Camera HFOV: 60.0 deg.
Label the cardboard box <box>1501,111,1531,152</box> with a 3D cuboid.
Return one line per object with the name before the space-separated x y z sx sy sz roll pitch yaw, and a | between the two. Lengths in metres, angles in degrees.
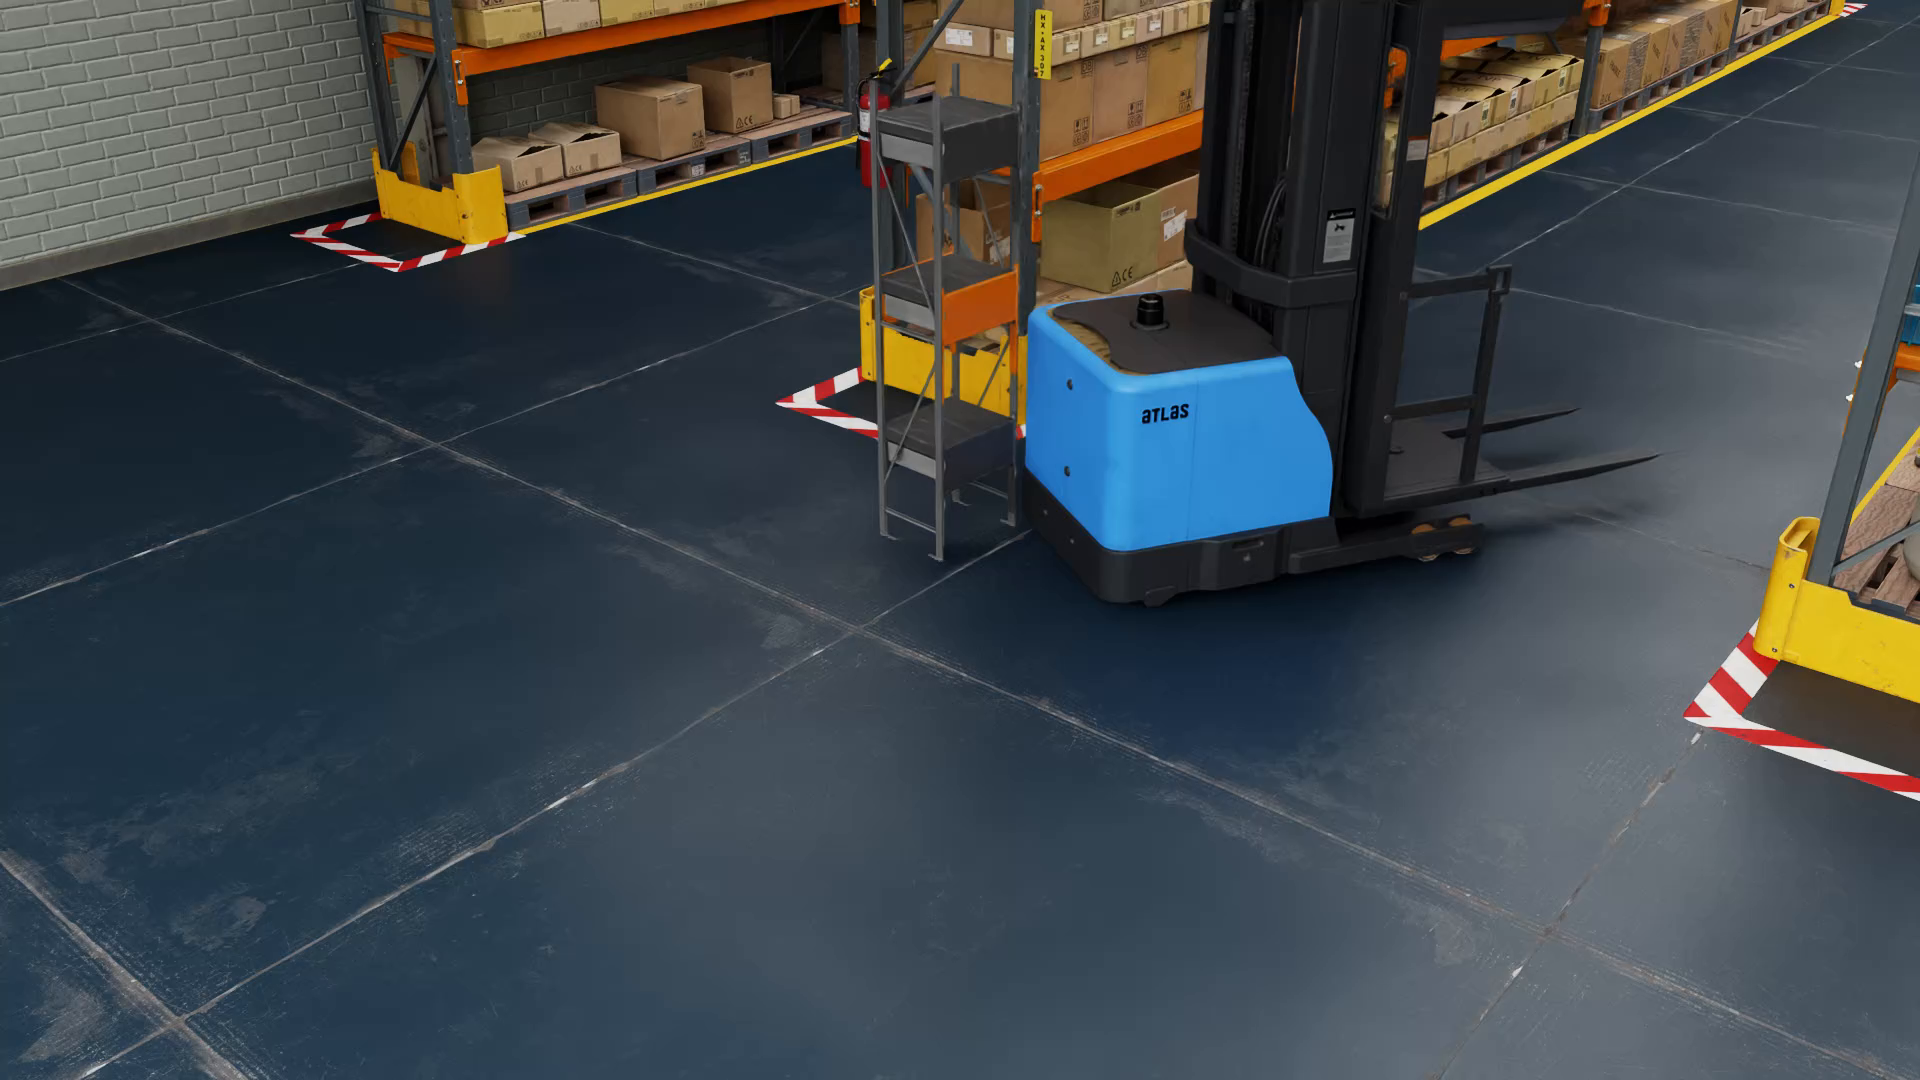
cardboard box | 4.278 -3.357 13.509 0.500 0.250 0.500 22 34 36

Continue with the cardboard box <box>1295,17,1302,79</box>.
cardboard box | 1.920 -3.288 10.733 0.700 0.500 0.500 20 34 34

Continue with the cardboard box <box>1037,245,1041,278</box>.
cardboard box | 0.405 -1.596 10.107 0.500 0.250 0.500 21 34 34

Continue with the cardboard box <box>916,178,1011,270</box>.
cardboard box | 0.095 -1.749 9.586 0.500 0.500 0.500 21 34 34

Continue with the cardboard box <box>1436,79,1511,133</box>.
cardboard box | 3.960 -3.426 13.032 0.500 0.311 0.500 22 34 36

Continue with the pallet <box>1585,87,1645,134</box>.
pallet | 5.576 -4.025 15.302 1.003 0.211 1.213 21 34 34

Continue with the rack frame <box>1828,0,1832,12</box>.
rack frame | 10.160 -7.847 19.653 1.000 3.000 0.127 21 34 34

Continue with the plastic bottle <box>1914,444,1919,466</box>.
plastic bottle | 4.633 -0.457 7.935 0.097 0.201 0.097 0 27 0

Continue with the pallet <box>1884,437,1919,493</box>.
pallet | 5.112 -0.244 7.992 1.003 0.211 1.213 21 34 34

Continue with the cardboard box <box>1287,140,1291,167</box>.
cardboard box | 1.759 -2.310 10.670 0.500 0.500 0.500 21 34 34

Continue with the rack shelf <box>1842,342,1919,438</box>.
rack shelf | 5.075 -1.115 7.423 1.077 0.370 4.000 21 34 34

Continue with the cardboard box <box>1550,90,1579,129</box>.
cardboard box | 4.925 -3.718 14.208 0.500 0.250 0.500 22 34 36

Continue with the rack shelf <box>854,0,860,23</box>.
rack shelf | -0.025 -5.428 15.761 1.077 0.370 4.000 21 34 34

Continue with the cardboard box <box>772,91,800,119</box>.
cardboard box | -1.614 -3.777 14.392 0.380 0.166 0.250 16 31 28

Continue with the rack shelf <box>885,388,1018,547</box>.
rack shelf | -0.056 -0.342 7.679 0.431 0.518 0.480 24 36 38

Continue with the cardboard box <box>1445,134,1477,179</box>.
cardboard box | 3.629 -2.993 12.807 0.500 0.250 0.500 20 33 33

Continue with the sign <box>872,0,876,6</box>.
sign | -0.427 -2.957 8.683 0.100 0.325 0.005 21 34 34

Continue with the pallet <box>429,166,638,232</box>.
pallet | -3.249 -2.687 12.713 1.003 0.211 1.213 21 34 34

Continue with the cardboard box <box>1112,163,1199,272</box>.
cardboard box | 1.121 -1.956 9.986 0.500 0.500 0.500 21 34 34

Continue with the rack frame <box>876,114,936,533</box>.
rack frame | -0.223 -0.894 7.193 0.380 1.831 0.006 24 36 38

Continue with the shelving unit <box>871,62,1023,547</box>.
shelving unit | -0.054 -0.976 7.352 0.431 2.100 0.499 24 36 38

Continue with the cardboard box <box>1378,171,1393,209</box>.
cardboard box | 2.975 -2.628 12.101 0.500 0.250 0.500 20 33 33

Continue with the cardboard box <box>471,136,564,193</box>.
cardboard box | -3.332 -2.841 12.424 0.500 0.311 0.500 17 32 29

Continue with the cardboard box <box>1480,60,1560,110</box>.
cardboard box | 4.603 -3.781 13.719 0.500 0.311 0.500 20 34 34

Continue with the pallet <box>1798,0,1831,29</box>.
pallet | 9.606 -6.298 19.695 1.003 0.211 1.213 21 34 34

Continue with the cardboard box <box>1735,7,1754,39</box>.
cardboard box | 8.050 -5.515 17.594 0.500 0.311 0.500 21 34 34

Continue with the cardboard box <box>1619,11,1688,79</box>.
cardboard box | 6.561 -4.724 15.858 0.500 0.500 0.500 19 33 33

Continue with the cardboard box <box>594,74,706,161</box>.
cardboard box | -2.464 -3.372 13.246 0.700 0.500 0.500 18 33 31

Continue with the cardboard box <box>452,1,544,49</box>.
cardboard box | -3.286 -3.643 11.669 0.500 0.250 0.500 20 33 33

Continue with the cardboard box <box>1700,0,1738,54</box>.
cardboard box | 7.523 -5.255 16.885 0.500 0.500 0.500 21 34 34

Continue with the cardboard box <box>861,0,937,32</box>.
cardboard box | -0.564 -4.880 15.344 0.500 0.250 0.500 20 33 33

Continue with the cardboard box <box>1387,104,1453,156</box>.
cardboard box | 3.305 -3.056 12.318 0.500 0.311 0.500 20 34 34

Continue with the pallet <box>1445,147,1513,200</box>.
pallet | 3.742 -3.061 13.437 1.003 0.211 1.213 21 34 34

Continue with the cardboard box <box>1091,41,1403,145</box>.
cardboard box | 1.952 -3.011 11.112 1.023 1.340 4.930 22 34 36

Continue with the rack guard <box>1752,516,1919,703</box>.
rack guard | 3.815 0.345 6.540 1.175 0.500 0.348 21 34 34

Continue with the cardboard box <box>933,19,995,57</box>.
cardboard box | 0.079 -2.698 8.885 0.380 0.149 0.250 20 33 34

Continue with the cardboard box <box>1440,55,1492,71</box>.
cardboard box | 4.184 -3.936 14.019 0.500 0.311 0.500 20 33 33

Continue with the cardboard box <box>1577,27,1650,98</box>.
cardboard box | 5.911 -4.361 15.156 0.500 0.500 0.500 19 33 33

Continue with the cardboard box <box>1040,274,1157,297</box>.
cardboard box | 0.811 -1.443 9.810 0.500 0.250 0.500 21 34 34

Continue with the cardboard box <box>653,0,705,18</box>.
cardboard box | -2.315 -4.189 12.724 0.500 0.250 0.500 21 34 35

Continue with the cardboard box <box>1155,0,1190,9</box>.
cardboard box | 0.974 -3.342 9.425 0.700 0.500 0.500 21 34 35

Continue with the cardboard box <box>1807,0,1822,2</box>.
cardboard box | 10.005 -6.667 19.615 0.500 0.500 0.500 21 34 34

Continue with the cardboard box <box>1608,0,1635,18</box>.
cardboard box | 6.166 -5.214 15.990 0.500 0.250 0.500 20 33 33

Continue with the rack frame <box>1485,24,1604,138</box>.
rack frame | 5.072 -5.010 14.171 1.000 3.000 0.127 21 34 34

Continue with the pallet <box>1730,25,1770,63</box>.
pallet | 8.054 -5.433 18.023 1.003 0.211 1.213 21 34 34

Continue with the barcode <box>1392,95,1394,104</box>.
barcode | 3.011 -3.073 11.622 0.001 0.075 0.075 21 34 34

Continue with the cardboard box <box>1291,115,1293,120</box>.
cardboard box | 1.991 -2.818 11.651 0.500 0.500 0.500 21 34 34

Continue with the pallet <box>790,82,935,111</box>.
pallet | -0.803 -4.077 15.400 1.003 0.211 1.213 21 34 34

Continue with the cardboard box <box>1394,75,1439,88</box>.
cardboard box | 3.532 -3.574 13.318 0.500 0.311 0.500 20 34 34

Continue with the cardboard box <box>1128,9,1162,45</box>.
cardboard box | 0.887 -2.854 9.187 0.380 0.149 0.250 20 34 34

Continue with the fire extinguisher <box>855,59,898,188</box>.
fire extinguisher | -0.450 -2.233 8.887 0.296 0.674 0.183 21 34 34

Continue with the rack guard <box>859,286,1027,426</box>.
rack guard | -0.032 -1.055 9.246 1.175 0.500 0.348 21 34 34

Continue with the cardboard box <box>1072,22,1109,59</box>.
cardboard box | 0.565 -2.677 8.845 0.380 0.149 0.250 20 33 33

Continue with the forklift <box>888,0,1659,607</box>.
forklift | 1.541 -1.414 7.293 3.643 2.935 1.319 -10 29 -18

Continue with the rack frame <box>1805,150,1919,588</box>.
rack frame | 3.803 -0.725 5.887 1.000 3.000 0.127 21 34 34

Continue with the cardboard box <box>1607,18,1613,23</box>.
cardboard box | 5.815 -4.679 15.772 0.500 0.500 0.500 19 33 33

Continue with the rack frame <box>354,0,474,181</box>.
rack frame | -3.841 -3.620 11.484 1.000 3.000 0.127 21 34 34
